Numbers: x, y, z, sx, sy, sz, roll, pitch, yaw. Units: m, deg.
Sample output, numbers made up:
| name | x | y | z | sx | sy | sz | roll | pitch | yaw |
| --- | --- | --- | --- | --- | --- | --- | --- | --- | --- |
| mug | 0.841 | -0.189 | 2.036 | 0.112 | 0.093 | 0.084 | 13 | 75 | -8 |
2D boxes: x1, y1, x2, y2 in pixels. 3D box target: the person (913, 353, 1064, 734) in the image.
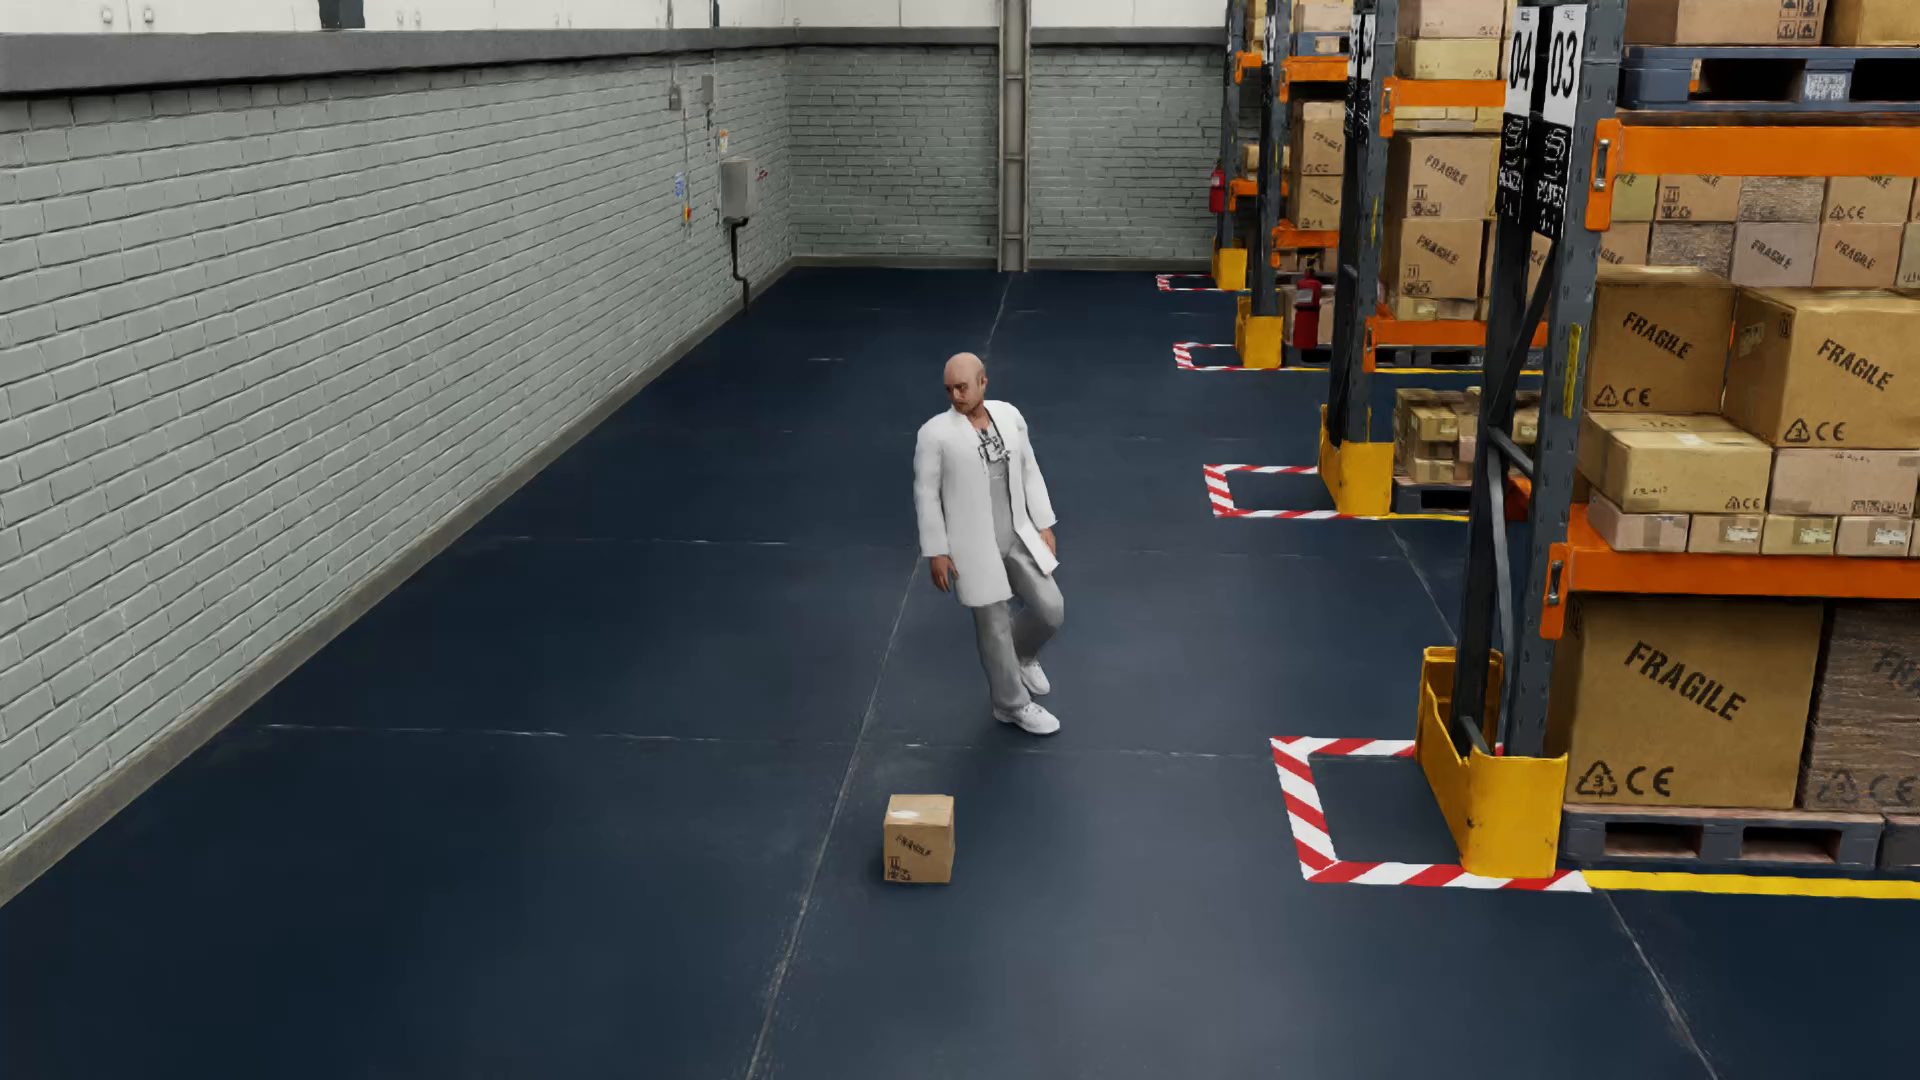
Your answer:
| name | x | y | z | sx | sy | sz | roll | pitch | yaw |
| --- | --- | --- | --- | --- | --- | --- | --- | --- | --- |
| person | 0.151 | 0.025 | 7.501 | 0.691 | 1.764 | 0.526 | -12 | 21 | -33 |
